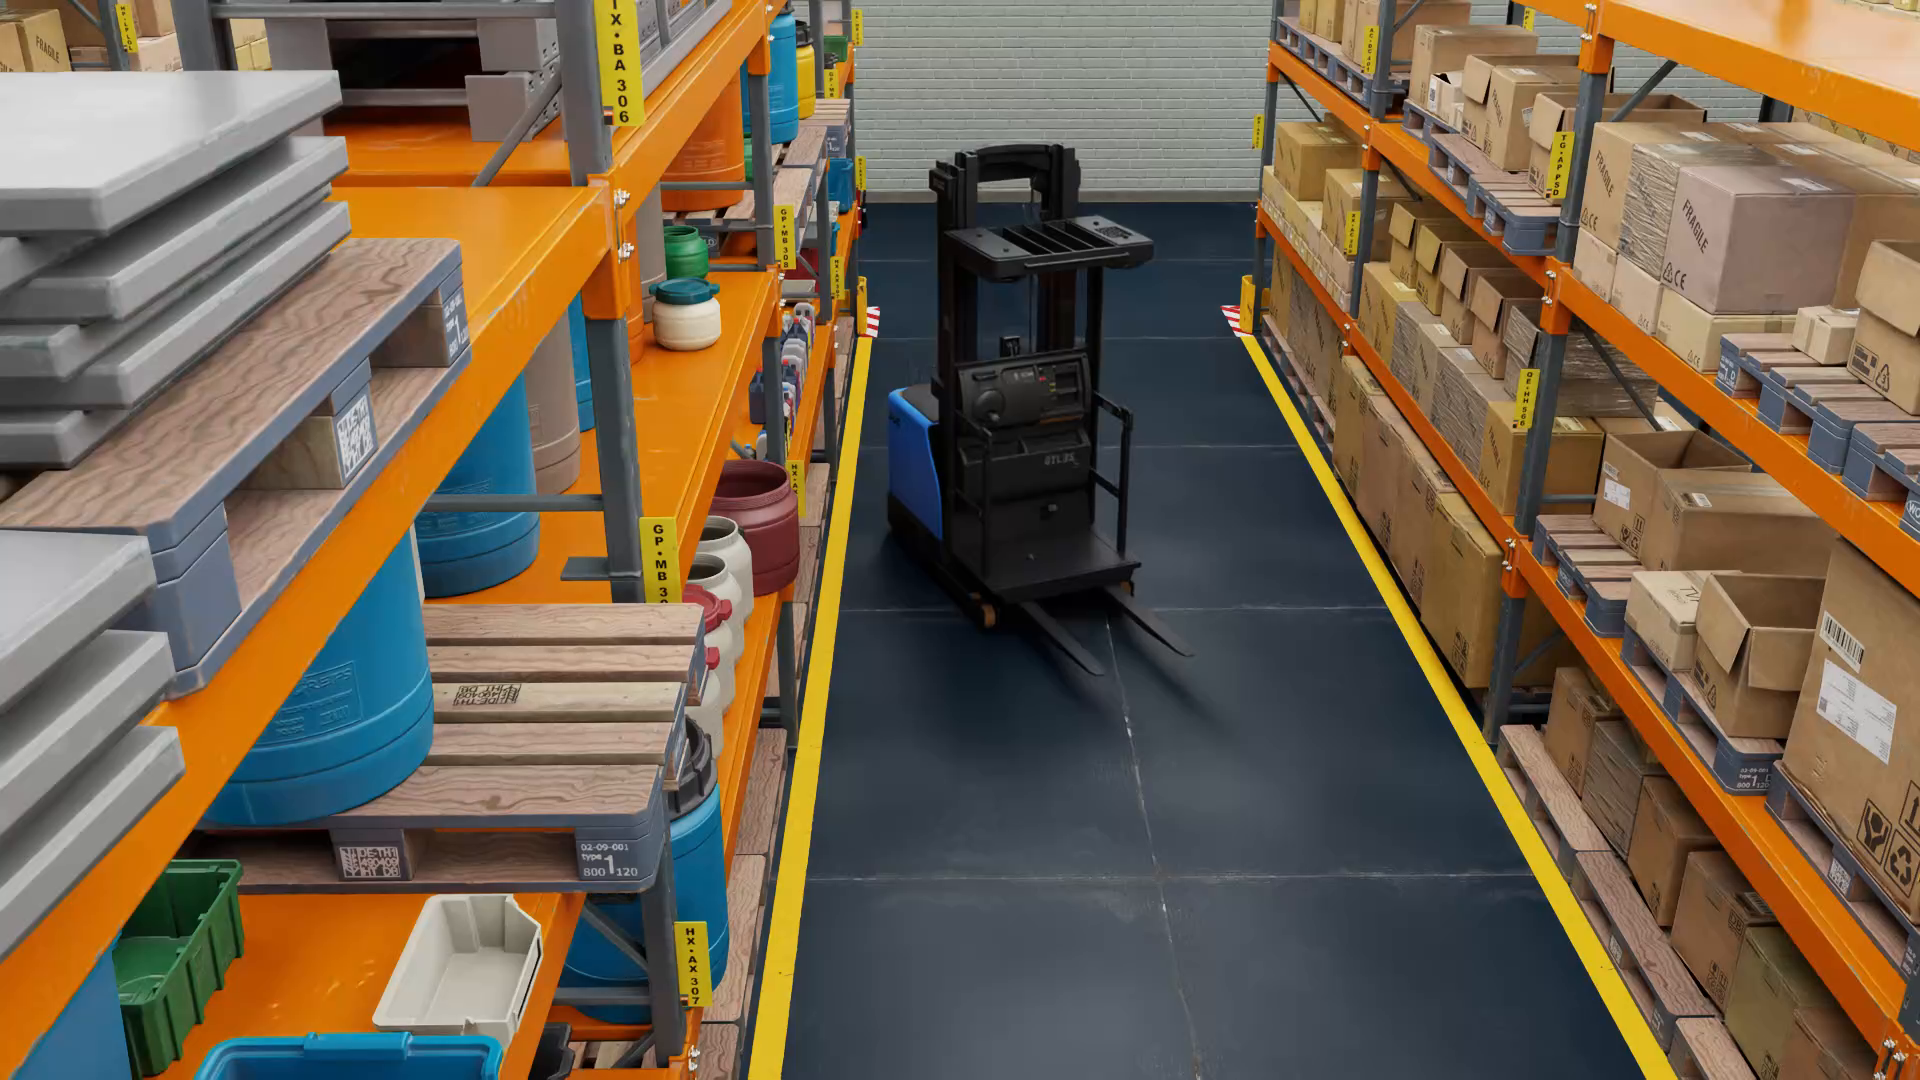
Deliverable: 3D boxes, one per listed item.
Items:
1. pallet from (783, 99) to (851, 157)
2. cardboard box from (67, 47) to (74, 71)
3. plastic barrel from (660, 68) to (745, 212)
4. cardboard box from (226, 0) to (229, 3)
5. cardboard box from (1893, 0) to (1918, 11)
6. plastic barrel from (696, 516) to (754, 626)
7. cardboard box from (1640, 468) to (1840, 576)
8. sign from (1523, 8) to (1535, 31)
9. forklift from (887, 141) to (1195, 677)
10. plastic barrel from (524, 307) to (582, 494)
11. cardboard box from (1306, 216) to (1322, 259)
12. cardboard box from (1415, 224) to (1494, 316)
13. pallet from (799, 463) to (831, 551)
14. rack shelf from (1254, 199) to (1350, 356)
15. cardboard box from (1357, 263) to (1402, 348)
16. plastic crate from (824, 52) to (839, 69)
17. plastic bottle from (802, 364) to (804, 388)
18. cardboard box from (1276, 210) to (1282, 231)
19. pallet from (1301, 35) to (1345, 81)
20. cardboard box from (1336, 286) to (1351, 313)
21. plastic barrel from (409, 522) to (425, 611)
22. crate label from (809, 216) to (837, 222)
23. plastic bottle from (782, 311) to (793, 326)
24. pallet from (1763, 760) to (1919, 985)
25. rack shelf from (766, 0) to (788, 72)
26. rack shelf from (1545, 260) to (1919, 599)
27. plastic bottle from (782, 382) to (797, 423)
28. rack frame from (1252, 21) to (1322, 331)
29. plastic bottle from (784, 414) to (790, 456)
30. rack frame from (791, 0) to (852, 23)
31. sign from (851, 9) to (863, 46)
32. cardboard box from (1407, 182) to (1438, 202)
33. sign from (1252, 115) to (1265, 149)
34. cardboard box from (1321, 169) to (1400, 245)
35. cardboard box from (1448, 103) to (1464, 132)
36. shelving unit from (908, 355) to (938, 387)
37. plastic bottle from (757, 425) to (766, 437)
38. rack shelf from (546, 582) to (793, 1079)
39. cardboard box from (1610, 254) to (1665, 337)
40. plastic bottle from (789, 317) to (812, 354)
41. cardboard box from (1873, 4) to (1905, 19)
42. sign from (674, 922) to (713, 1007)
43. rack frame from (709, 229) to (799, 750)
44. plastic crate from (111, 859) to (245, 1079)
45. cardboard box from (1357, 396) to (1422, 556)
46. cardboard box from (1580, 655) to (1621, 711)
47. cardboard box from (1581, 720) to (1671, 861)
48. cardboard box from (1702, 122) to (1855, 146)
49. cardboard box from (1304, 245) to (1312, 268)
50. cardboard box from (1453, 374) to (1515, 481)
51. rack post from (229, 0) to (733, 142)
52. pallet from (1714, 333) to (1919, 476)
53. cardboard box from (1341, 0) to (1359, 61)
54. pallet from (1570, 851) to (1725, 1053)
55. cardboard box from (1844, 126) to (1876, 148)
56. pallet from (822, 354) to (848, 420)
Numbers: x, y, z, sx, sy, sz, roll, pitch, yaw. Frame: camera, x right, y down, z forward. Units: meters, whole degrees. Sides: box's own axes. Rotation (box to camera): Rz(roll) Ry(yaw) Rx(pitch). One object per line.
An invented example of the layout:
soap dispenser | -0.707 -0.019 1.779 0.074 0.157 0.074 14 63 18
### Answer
pallet | -1.366 -2.799 11.271 1.213 0.211 1.003 0 24 -1
cardboard box | -6.702 -3.546 12.268 0.500 0.250 0.500 0 24 -1
plastic barrel | -1.432 -2.180 8.644 0.600 0.830 0.708 0 24 -1
cardboard box | -6.414 -4.713 13.939 0.700 0.500 0.500 0 24 -1
cardboard box | 8.106 -4.533 13.968 0.380 0.149 0.250 0 24 1
plastic barrel | -1.204 0.179 7.961 0.421 0.512 0.421 0 24 0
cardboard box | 3.676 0.000 7.862 0.700 0.500 0.500 3 25 7
sign | 4.023 -3.615 11.838 0.100 0.325 0.005 0 24 -1
forklift | 0.515 -0.957 10.692 1.130 2.935 3.031 -10 26 -21
plastic barrel | -1.615 -0.618 5.611 0.600 0.901 0.600 0 24 0
cardboard box | 3.199 -2.535 13.919 0.500 0.250 0.500 0 24 1
cardboard box | 3.491 -1.820 11.178 0.797 0.503 0.637 0 24 0
pallet | -1.506 -0.252 12.435 1.003 0.211 1.213 0 24 -1
rack shelf | 3.458 -2.360 14.584 1.077 0.370 4.000 0 24 -1
cardboard box | 3.235 -1.718 12.171 0.500 0.500 0.500 0 24 0
plastic crate | -1.212 -3.661 13.107 0.497 0.269 0.590 0 24 -1
plastic bottle | -1.105 -1.128 11.229 0.097 0.201 0.097 0 24 0
cardboard box | 3.122 -2.931 15.278 0.380 0.149 0.250 -1 24 -1
pallet | 3.471 -4.028 13.867 1.003 0.211 1.213 0 24 -1
cardboard box | 3.149 -1.873 12.939 0.380 0.149 0.250 0 24 0
plastic barrel | -1.577 0.025 4.153 0.421 0.512 0.421 0 24 0
crate label | -1.310 -2.827 14.991 0.396 0.136 0.243 0 24 -1
plastic bottle | -1.269 -1.581 12.231 0.097 0.201 0.097 0 24 0
pallet | 3.705 1.205 6.062 1.003 0.211 1.213 0 24 -1
rack shelf | -1.451 -3.240 9.736 1.077 0.370 4.000 0 24 -1
rack shelf | 3.546 -0.430 6.677 1.077 0.370 4.000 0 24 -1
plastic bottle | -1.125 -0.887 10.606 0.152 0.276 0.135 0 24 -1
rack frame | 3.437 -3.512 16.257 1.000 3.000 0.127 0 24 -1
plastic bottle | -1.074 -0.660 10.095 0.061 0.283 0.133 0 24 -1
rack frame | -1.516 -6.223 14.972 1.000 3.000 0.127 0 24 -1
sign | -0.966 -4.817 15.632 0.100 0.325 0.005 0 24 -1
cardboard box | 3.731 -2.471 12.867 0.500 0.500 0.500 0 24 -1
sign | 2.882 -3.942 16.063 0.100 0.325 0.005 0 24 -1
cardboard box | 3.207 -2.667 13.301 0.500 0.500 0.500 0 24 0
cardboard box | 3.347 -2.693 10.602 0.380 0.149 0.250 -1 24 -3
shelving unit | -0.230 -0.759 12.355 0.258 1.200 0.189 -10 26 -21
plastic bottle | -1.150 -0.552 9.870 0.097 0.271 0.097 0 24 0
rack shelf | -1.407 0.959 7.246 1.077 0.370 4.000 0 24 -1
cardboard box | 3.280 -1.107 7.483 0.500 0.250 0.500 0 24 1
plastic bottle | -1.141 -1.473 11.901 0.152 0.276 0.135 0 24 -1
cardboard box | 8.143 -4.413 14.186 0.500 0.250 0.500 0 24 0
sign | -0.835 1.331 5.214 0.100 0.325 0.005 0 24 -1
rack frame | -1.429 -0.193 8.919 1.000 3.000 0.127 0 24 -1
plastic crate | -1.640 0.837 3.260 0.336 0.188 0.450 0 24 -1
cardboard box | 3.518 -0.455 11.567 1.225 0.875 0.875 -1 24 -2
cardboard box | 3.561 0.658 8.629 0.500 0.250 0.500 1 24 2
cardboard box | 3.570 1.228 8.278 0.700 0.500 0.500 -2 24 -5
cardboard box | 3.779 -1.660 7.795 0.500 0.500 0.500 0 24 1
cardboard box | 3.135 -2.402 14.110 0.380 0.149 0.250 -1 24 -1
cardboard box | 3.271 -0.668 9.850 0.500 0.500 0.500 0 24 -1
rack post | -1.493 -2.180 5.791 1.013 1.000 3.121 0 24 -1
pallet | 3.653 -0.530 6.253 1.213 0.211 1.003 0 24 -1
cardboard box | 3.410 -4.056 13.070 0.700 0.500 0.500 1 24 2
pallet | 3.541 1.879 7.723 1.003 0.211 1.213 0 24 -1
cardboard box | 8.132 -3.520 14.581 0.500 0.500 0.500 -1 24 -2
pallet | -1.535 -1.377 14.922 1.003 0.211 1.213 0 24 -1
